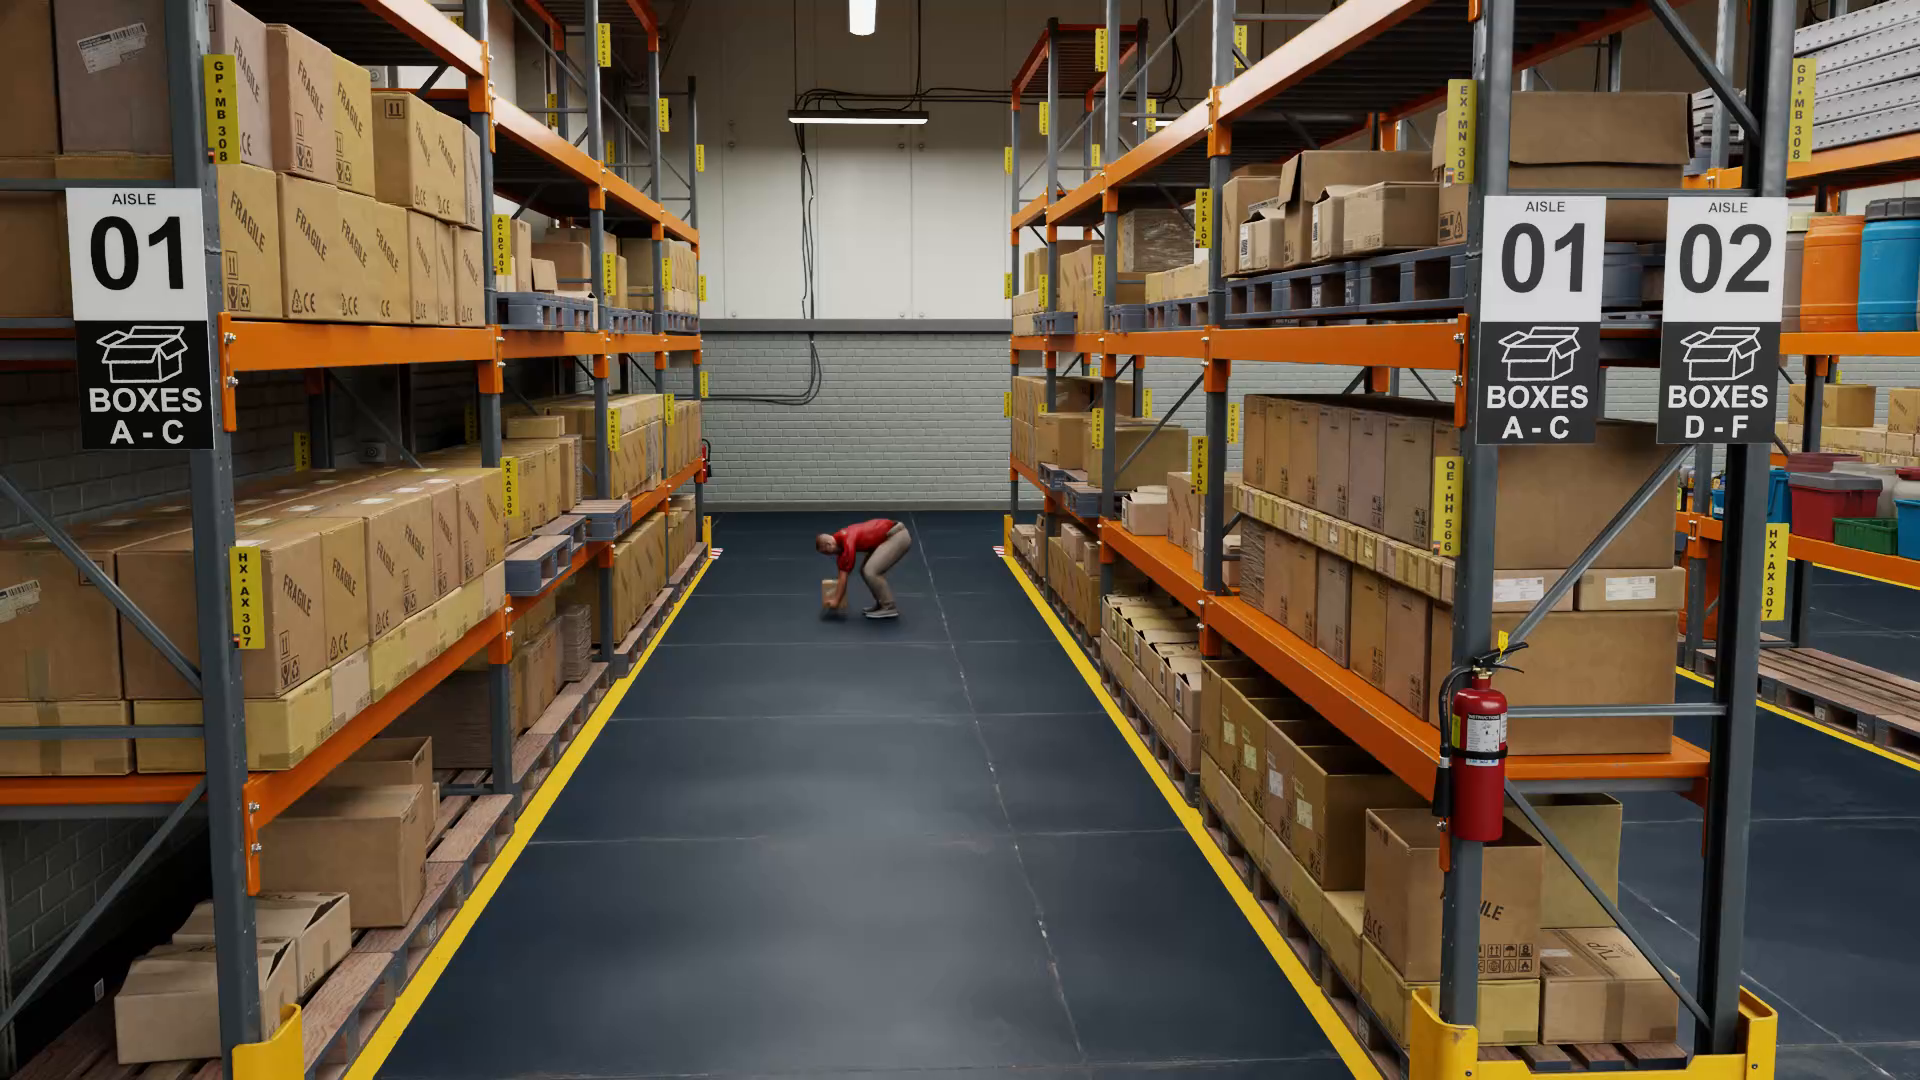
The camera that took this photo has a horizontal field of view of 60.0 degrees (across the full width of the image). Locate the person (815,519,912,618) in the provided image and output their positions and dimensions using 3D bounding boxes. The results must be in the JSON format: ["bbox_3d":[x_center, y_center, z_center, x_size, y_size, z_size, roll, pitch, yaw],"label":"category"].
[{"bbox_3d":[-0.996,0.281,16.638,0.899,0.976,0.509,-1,7,-7],"label":"person"}]
